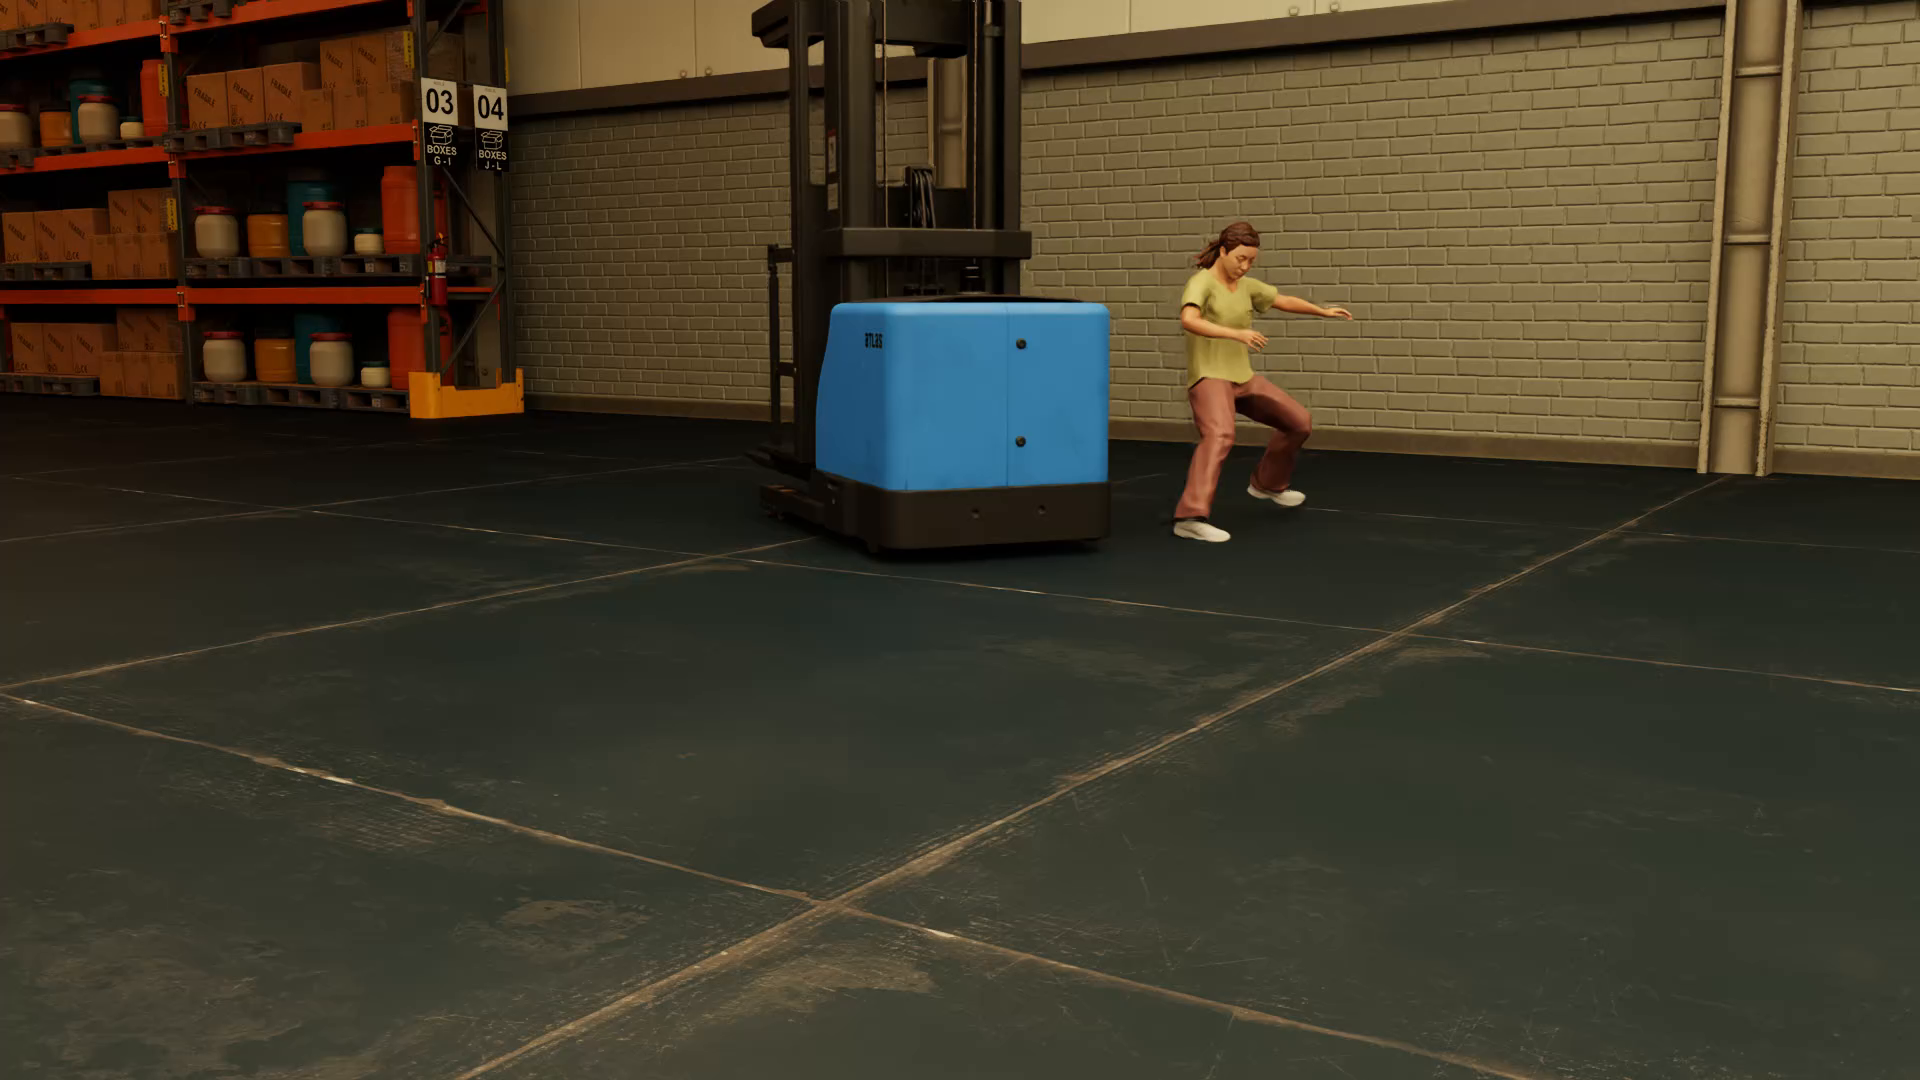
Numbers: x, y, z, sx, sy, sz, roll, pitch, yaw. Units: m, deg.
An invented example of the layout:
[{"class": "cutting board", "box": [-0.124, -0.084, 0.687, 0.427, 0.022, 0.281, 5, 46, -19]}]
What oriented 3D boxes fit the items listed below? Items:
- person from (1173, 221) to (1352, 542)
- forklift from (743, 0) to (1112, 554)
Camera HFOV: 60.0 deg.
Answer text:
[{"class": "person", "box": [1.415, -0.793, 8.042, 1.222, 1.474, 0.679, -6, 10, -38]}, {"class": "forklift", "box": [-0.368, -1.562, 8.177, 1.130, 2.935, 3.031, -3, 9, -22]}]
